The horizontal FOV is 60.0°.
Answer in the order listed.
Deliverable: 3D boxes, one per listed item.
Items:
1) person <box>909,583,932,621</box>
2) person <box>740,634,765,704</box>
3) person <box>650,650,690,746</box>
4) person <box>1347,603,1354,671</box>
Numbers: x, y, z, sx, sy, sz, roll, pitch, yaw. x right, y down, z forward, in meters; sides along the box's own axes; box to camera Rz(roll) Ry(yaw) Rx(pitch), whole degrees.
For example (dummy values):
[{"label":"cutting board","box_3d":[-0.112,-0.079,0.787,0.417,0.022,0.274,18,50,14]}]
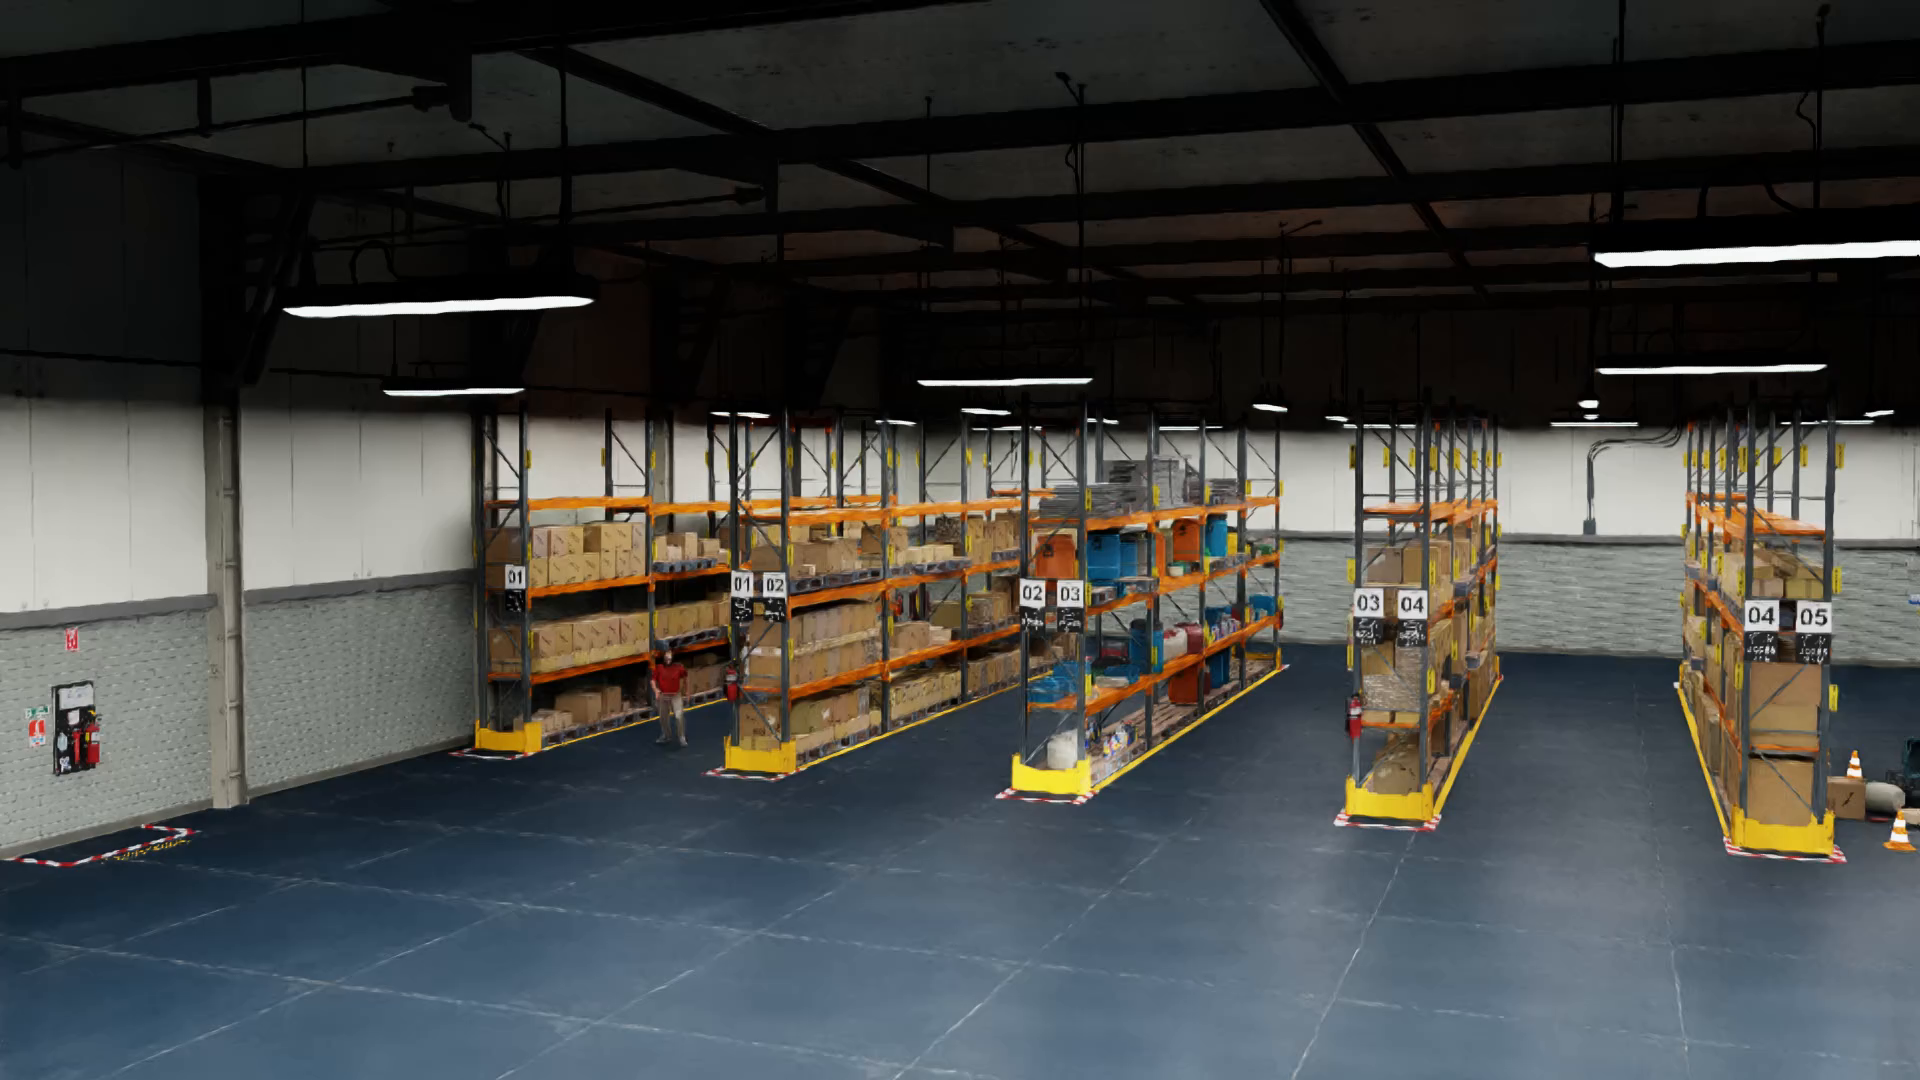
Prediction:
[{"label":"person","box_3d":[-1.070,1.950,45.045,0.634,1.735,1.027,0,3,-2]},{"label":"person","box_3d":[-4.032,2.616,32.439,0.593,1.629,0.522,1,3,19]},{"label":"person","box_3d":[-5.055,2.746,29.117,0.702,1.669,0.808,0,3,2]},{"label":"person","box_3d":[9.363,2.278,39.329,0.456,1.613,1.019,1,3,20]}]
